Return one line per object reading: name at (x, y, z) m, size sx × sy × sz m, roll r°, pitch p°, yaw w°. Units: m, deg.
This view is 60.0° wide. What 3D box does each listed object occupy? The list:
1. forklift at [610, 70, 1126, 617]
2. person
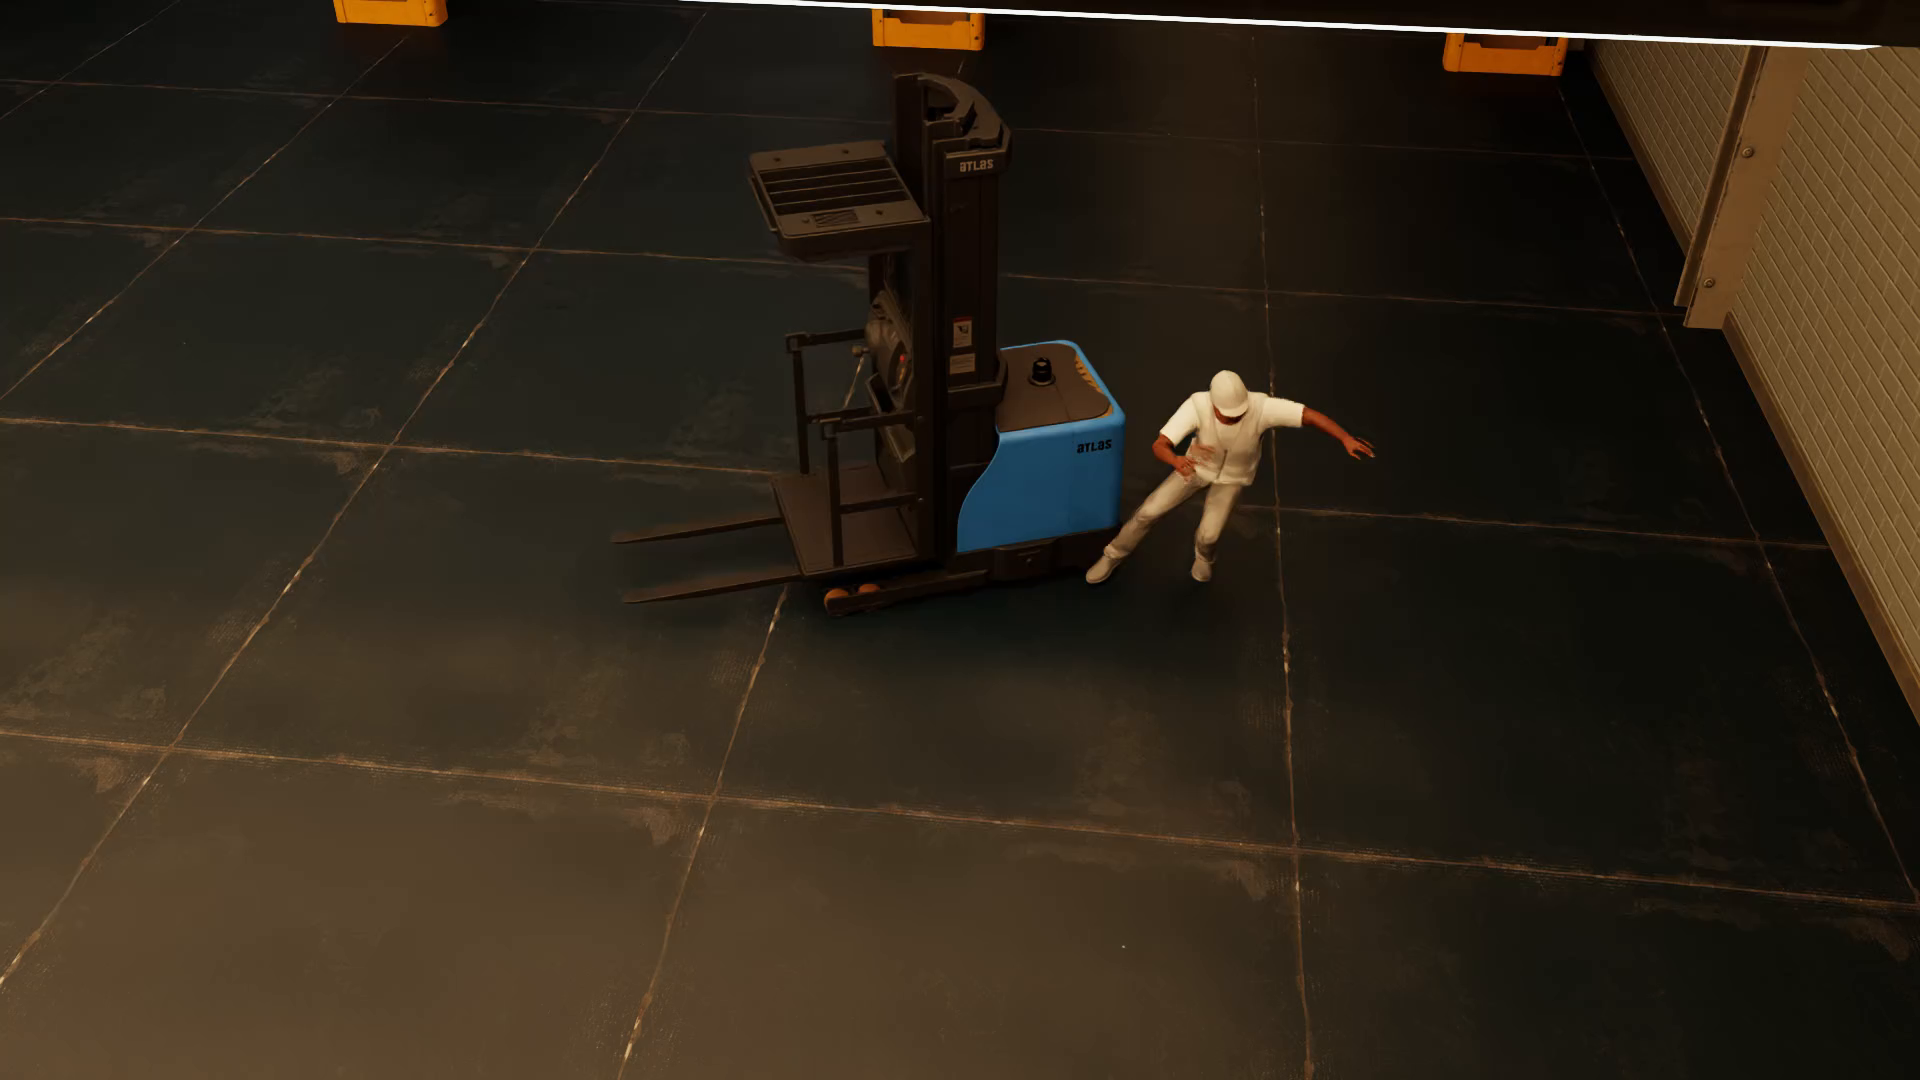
forklift at (-0.589, -1.073, 9.485) m, size 3.031 × 2.935 × 1.130 m, roll -9°, pitch 37°, yaw -13°
person at (1.558, -0.317, 9.654) m, size 1.567 × 1.483 × 0.802 m, roll 8°, pitch 37°, yaw 11°
